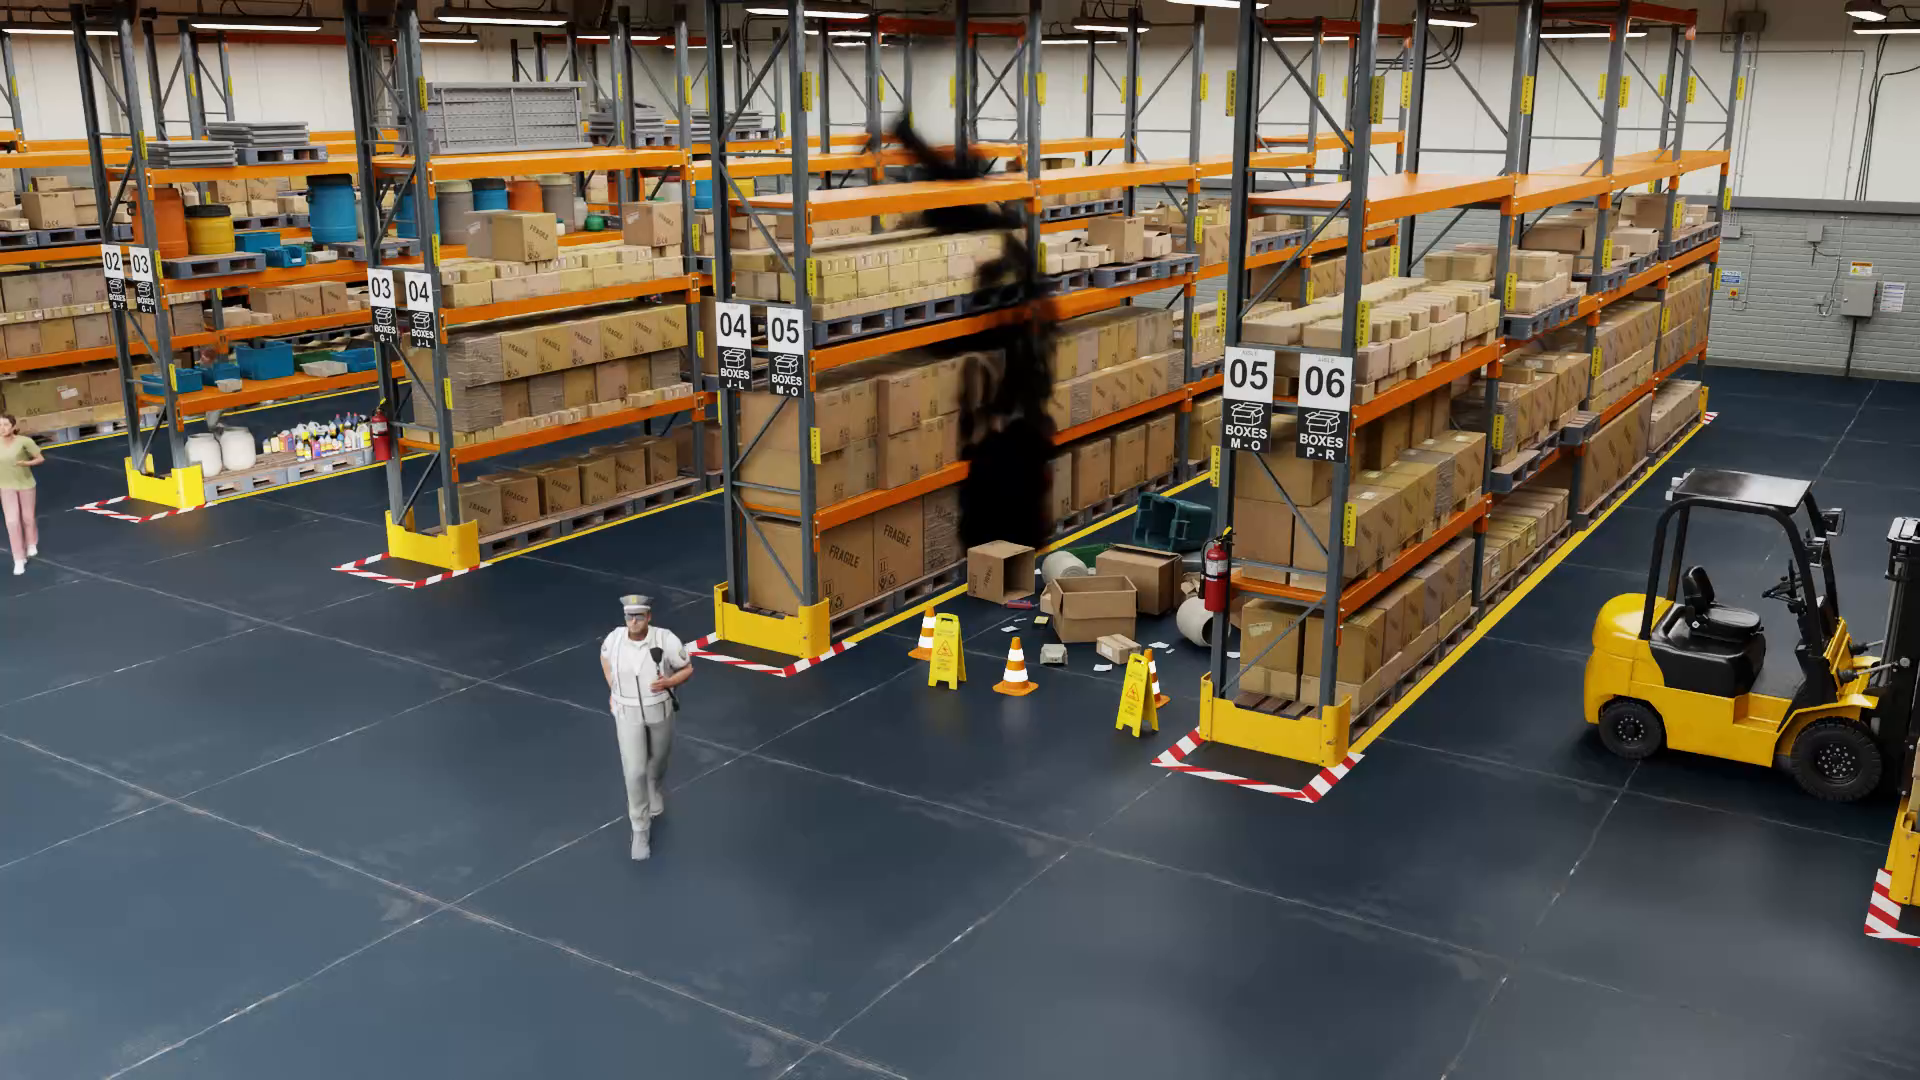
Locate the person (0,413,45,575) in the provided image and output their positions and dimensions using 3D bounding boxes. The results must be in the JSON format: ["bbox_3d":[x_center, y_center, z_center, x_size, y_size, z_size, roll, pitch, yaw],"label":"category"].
[{"bbox_3d":[-10.196,-0.541,18.067,0.551,1.719,0.824,-6,16,-19],"label":"person"}]

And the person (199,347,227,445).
[{"bbox_3d":[-10.421,-1.921,23.207,0.553,1.563,0.533,6,17,22],"label":"person"}]

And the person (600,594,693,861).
[{"bbox_3d":[-2.161,1.222,11.552,0.636,1.824,0.865,-3,16,-9],"label":"person"}]
